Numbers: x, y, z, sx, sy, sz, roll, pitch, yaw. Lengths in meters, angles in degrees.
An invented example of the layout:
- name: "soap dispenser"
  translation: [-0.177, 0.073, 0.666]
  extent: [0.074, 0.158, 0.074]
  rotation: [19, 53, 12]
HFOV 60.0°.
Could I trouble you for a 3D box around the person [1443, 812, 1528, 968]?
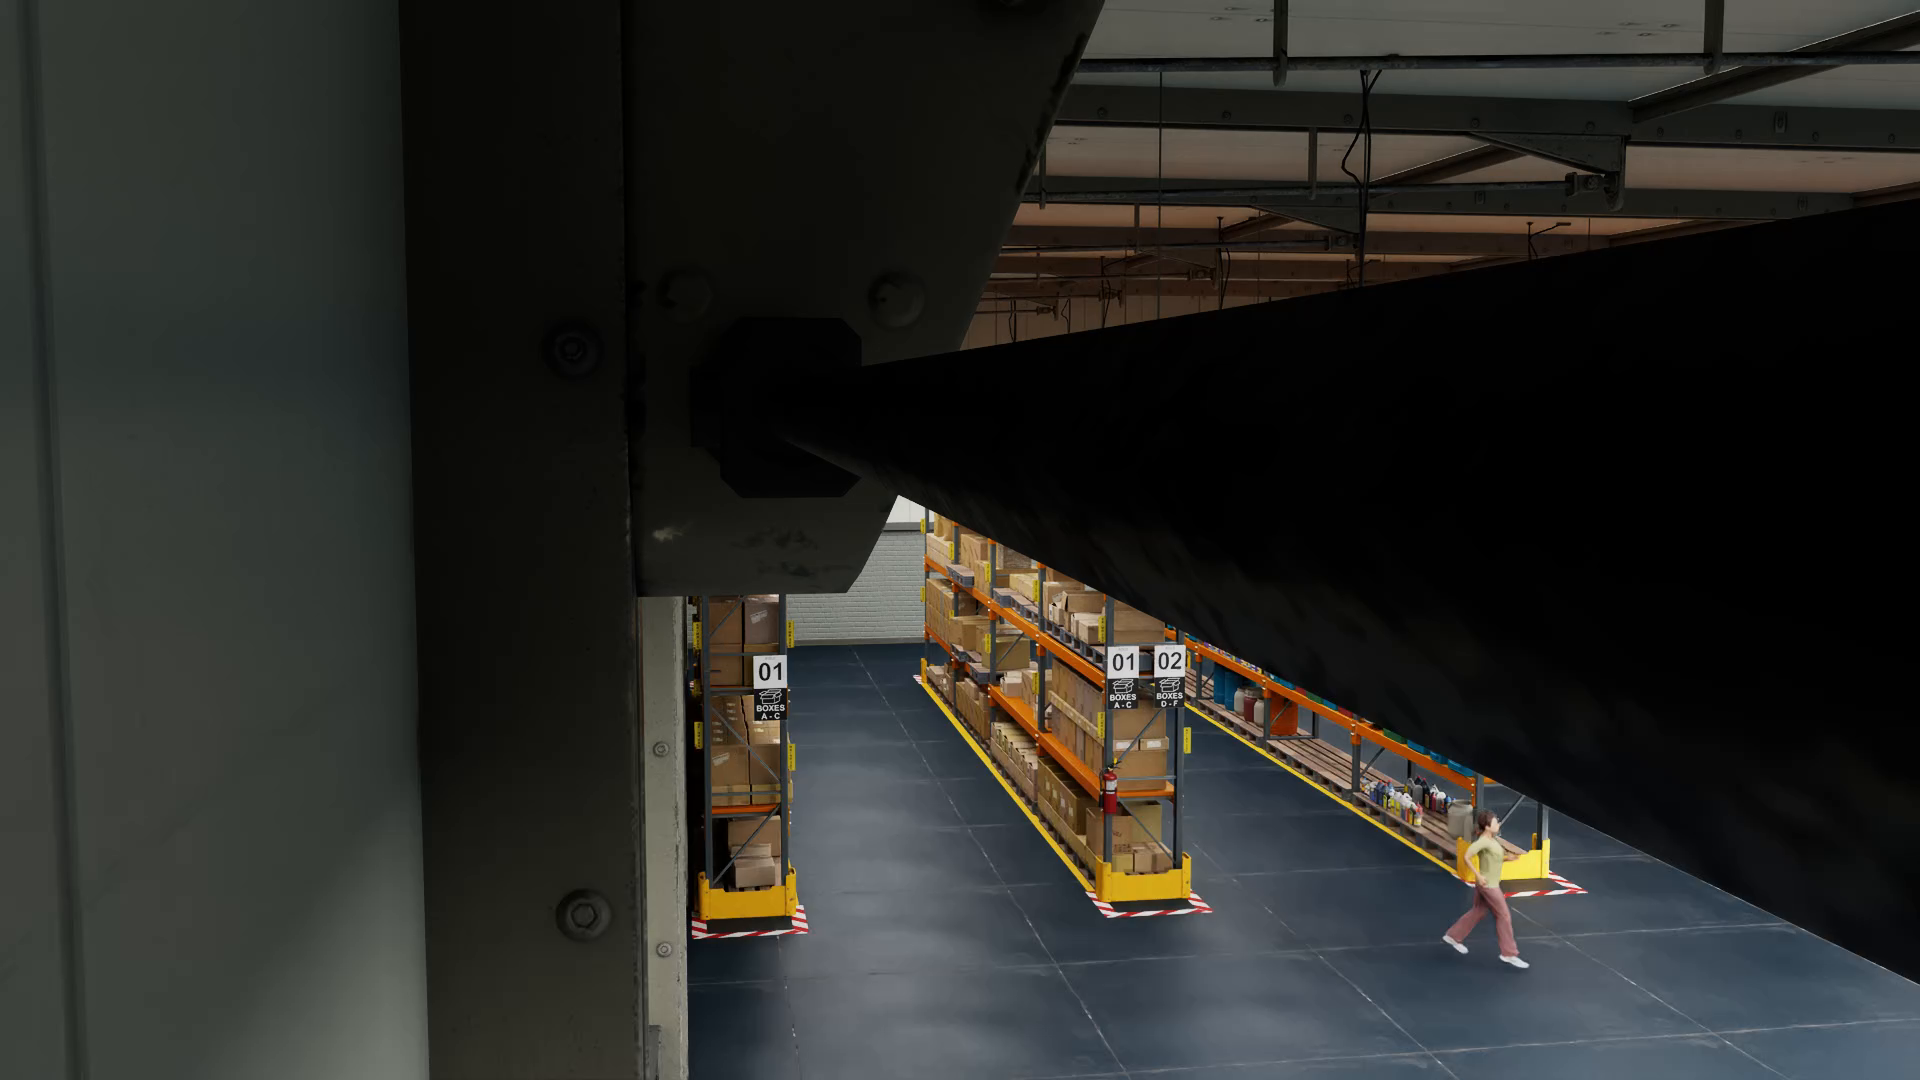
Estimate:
- name: "person"
  translation: [5.849, 3.932, 18.461]
  extent: [0.919, 1.521, 0.563]
  rotation: [2, 5, 19]
